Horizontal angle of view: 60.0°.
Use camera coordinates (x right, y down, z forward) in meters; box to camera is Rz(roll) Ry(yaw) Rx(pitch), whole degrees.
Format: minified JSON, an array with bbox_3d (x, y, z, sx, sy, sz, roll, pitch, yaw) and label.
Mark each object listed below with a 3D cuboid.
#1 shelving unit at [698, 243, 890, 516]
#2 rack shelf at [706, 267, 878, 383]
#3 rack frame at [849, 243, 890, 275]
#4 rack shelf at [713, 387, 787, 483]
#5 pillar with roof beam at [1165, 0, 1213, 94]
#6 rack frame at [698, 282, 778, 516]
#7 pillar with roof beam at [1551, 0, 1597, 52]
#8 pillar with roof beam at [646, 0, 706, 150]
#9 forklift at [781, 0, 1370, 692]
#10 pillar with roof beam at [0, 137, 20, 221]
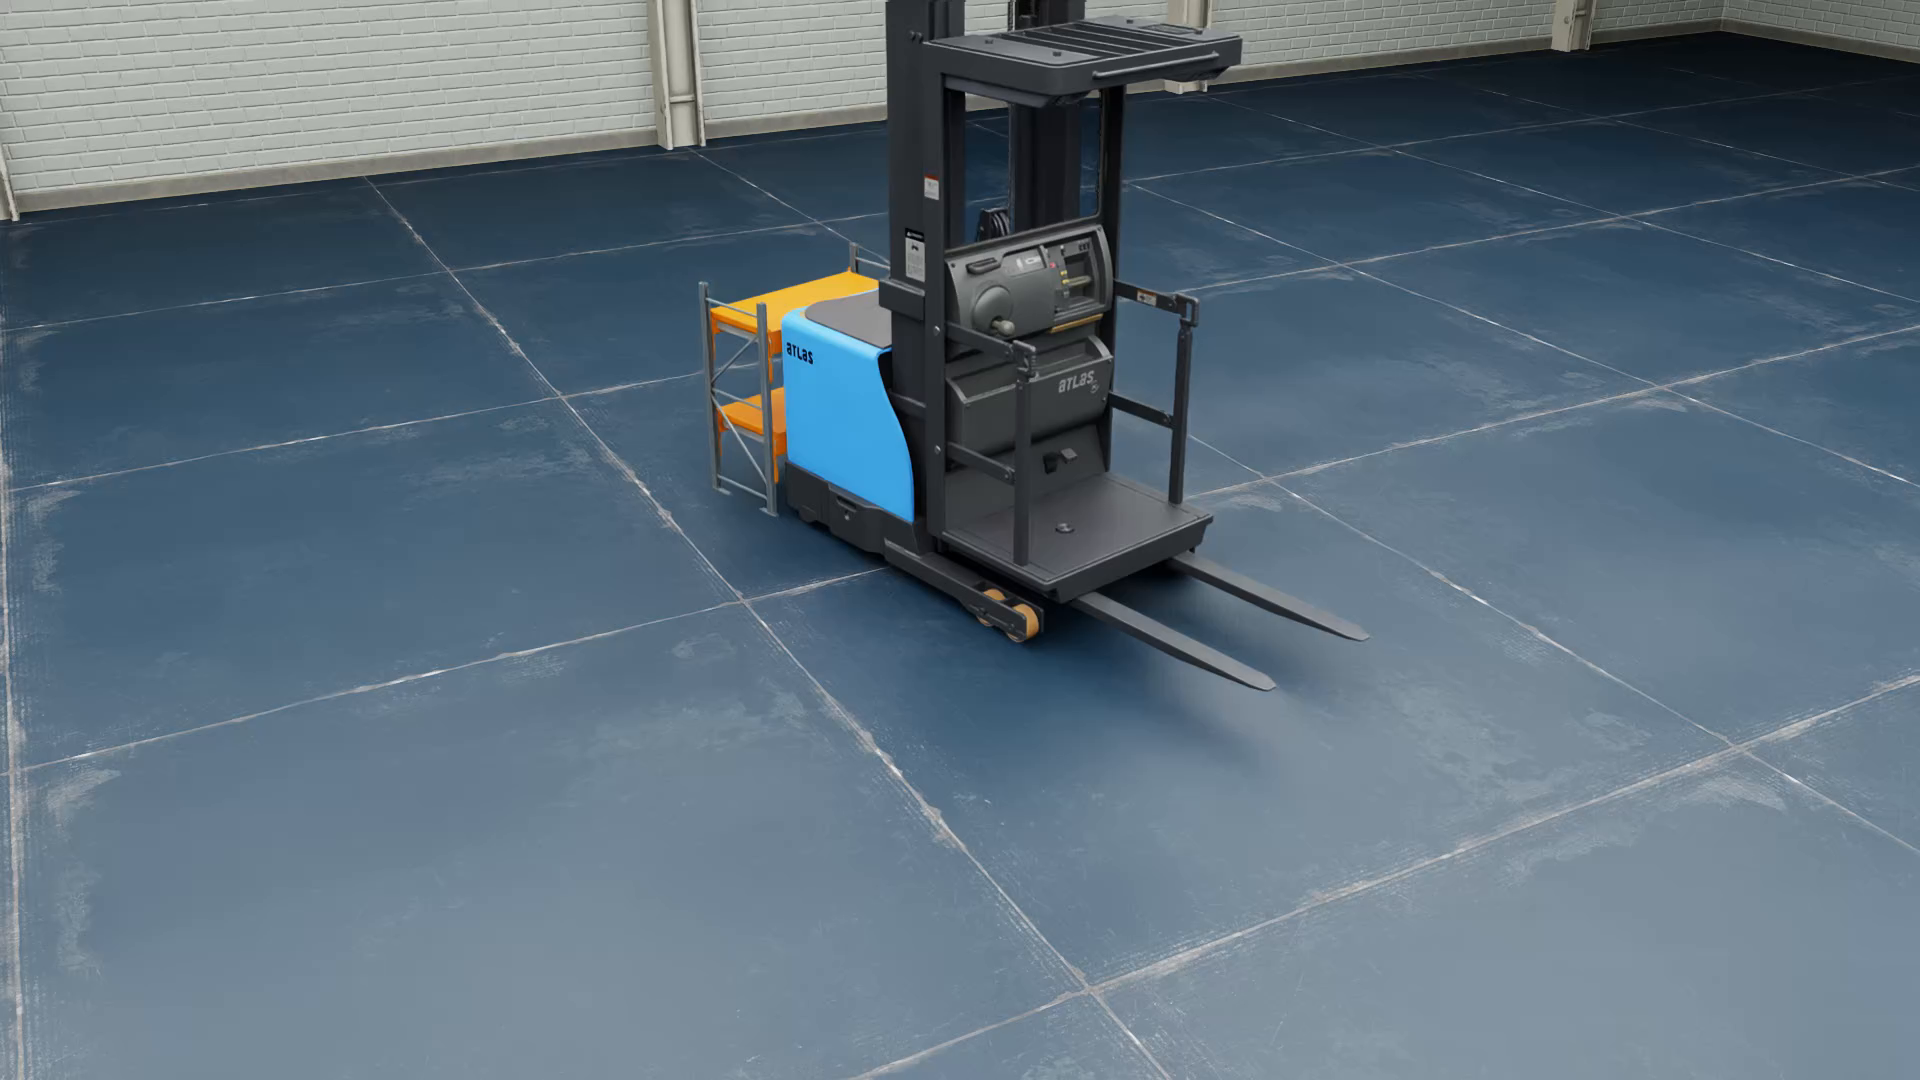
[{"bbox_3d":[-0.766,-0.866,8.753,0.538,1.125,1.048,23,34,39],"label":"shelving unit"},{"bbox_3d":[-0.766,-1.129,8.627,0.538,0.278,1.000,23,34,39],"label":"rack shelf"},{"bbox_3d":[-0.410,-1.022,9.080,0.500,1.125,0.032,23,34,39],"label":"rack frame"},{"bbox_3d":[-0.766,-0.645,8.859,0.538,0.278,1.000,23,34,39],"label":"rack shelf"},{"bbox_3d":[4.584,-7.522,13.519,0.400,9.000,9.100,-13,29,-25],"label":"pillar with roof beam"},{"bbox_3d":[-1.123,-0.709,8.427,0.500,1.125,0.032,23,34,39],"label":"rack frame"},{"bbox_3d":[9.879,-8.744,16.064,0.400,9.000,9.100,-13,29,-25],"label":"pillar with roof beam"},{"bbox_3d":[-0.710,-6.300,10.974,0.400,9.000,9.100,-13,29,-25],"label":"pillar with roof beam"},{"bbox_3d":[0.459,-1.118,7.193,1.130,2.935,3.031,-21,33,-36],"label":"forklift"},{"bbox_3d":[-6.004,-5.078,8.429,0.400,9.000,9.100,-13,29,-25],"label":"pillar with roof beam"}]
